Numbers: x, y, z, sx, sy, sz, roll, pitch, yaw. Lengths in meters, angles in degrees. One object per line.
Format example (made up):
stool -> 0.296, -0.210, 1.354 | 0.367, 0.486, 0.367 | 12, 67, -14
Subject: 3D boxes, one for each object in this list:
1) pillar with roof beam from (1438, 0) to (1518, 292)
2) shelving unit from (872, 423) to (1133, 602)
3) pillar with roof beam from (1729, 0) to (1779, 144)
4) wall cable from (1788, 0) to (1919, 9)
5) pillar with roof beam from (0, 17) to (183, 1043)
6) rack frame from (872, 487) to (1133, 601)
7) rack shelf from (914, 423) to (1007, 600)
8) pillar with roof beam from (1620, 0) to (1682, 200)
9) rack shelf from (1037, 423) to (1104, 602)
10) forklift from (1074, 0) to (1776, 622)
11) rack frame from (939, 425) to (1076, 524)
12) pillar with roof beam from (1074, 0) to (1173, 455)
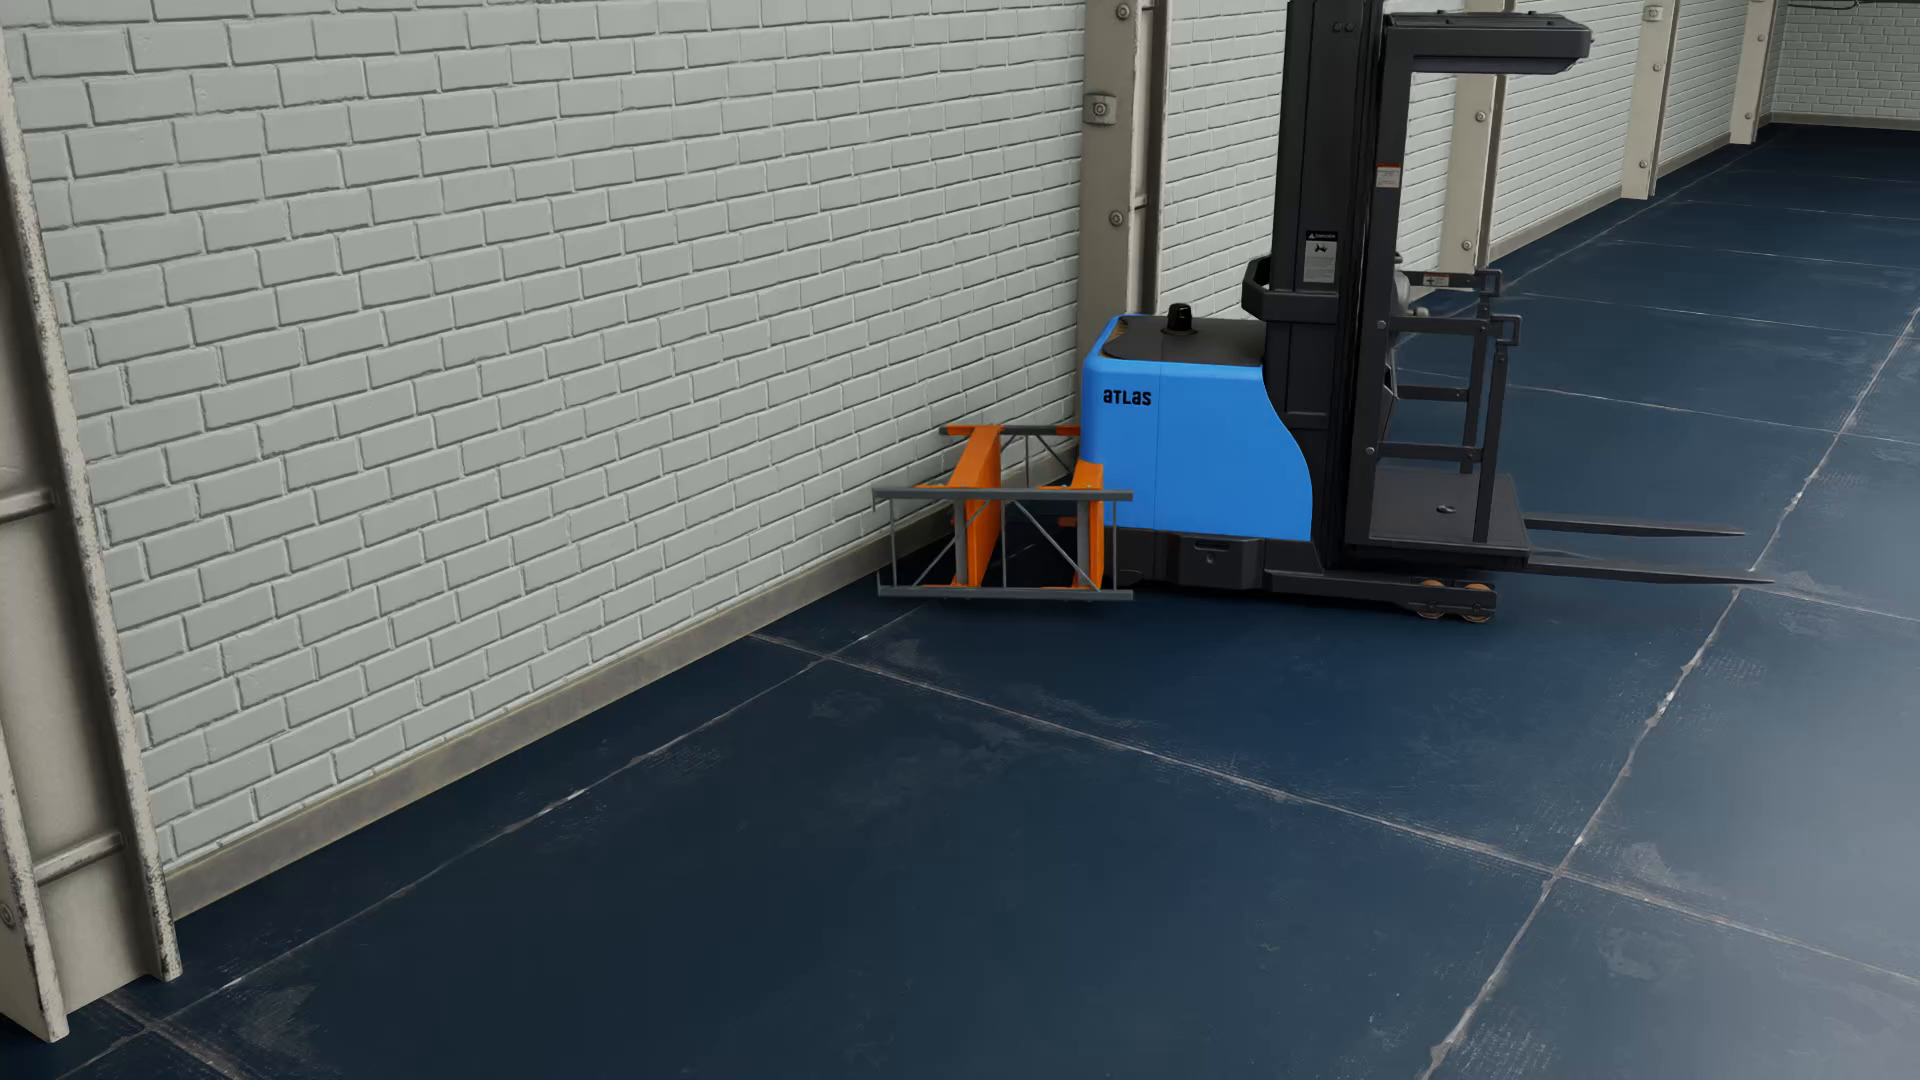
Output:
pillar with roof beam -> 7.804, -5.534, 10.255 | 9.100, 9.000, 0.400 | 13, 24, 32
shelving unit -> 0.258, -0.151, 7.694 | 1.125, 0.538, 1.048 | 1, 19, 8
pillar with roof beam -> 14.550, -8.977, 19.563 | 9.100, 9.000, 0.400 | 13, 24, 32
wall cable -> 13.739, -8.948, 23.959 | 3.097, 2.526, 0.112 | 13, 24, 32
pillar with roof beam -> 1.059, -2.091, 0.947 | 9.100, 9.000, 0.400 | 13, 24, 32
rack frame -> 0.186, 0.018, 7.220 | 1.125, 0.500, 0.032 | 1, 19, 8
rack shelf -> 0.016, -0.154, 7.729 | 0.278, 0.538, 1.000 | 1, 19, 8
pillar with roof beam -> 11.177, -7.256, 14.909 | 9.100, 9.000, 0.400 | 13, 24, 32
rack shelf -> 0.547, -0.147, 7.652 | 0.278, 0.538, 1.000 | 1, 19, 8
forklift -> 2.101, -1.216, 7.327 | 3.031, 2.935, 1.130 | 4, 21, 12
rack frame -> 0.329, -0.319, 8.168 | 1.125, 0.500, 0.032 | 1, 19, 8
pillar with roof beam -> 4.431, -3.813, 5.601 | 9.100, 9.000, 0.400 | 13, 24, 32
